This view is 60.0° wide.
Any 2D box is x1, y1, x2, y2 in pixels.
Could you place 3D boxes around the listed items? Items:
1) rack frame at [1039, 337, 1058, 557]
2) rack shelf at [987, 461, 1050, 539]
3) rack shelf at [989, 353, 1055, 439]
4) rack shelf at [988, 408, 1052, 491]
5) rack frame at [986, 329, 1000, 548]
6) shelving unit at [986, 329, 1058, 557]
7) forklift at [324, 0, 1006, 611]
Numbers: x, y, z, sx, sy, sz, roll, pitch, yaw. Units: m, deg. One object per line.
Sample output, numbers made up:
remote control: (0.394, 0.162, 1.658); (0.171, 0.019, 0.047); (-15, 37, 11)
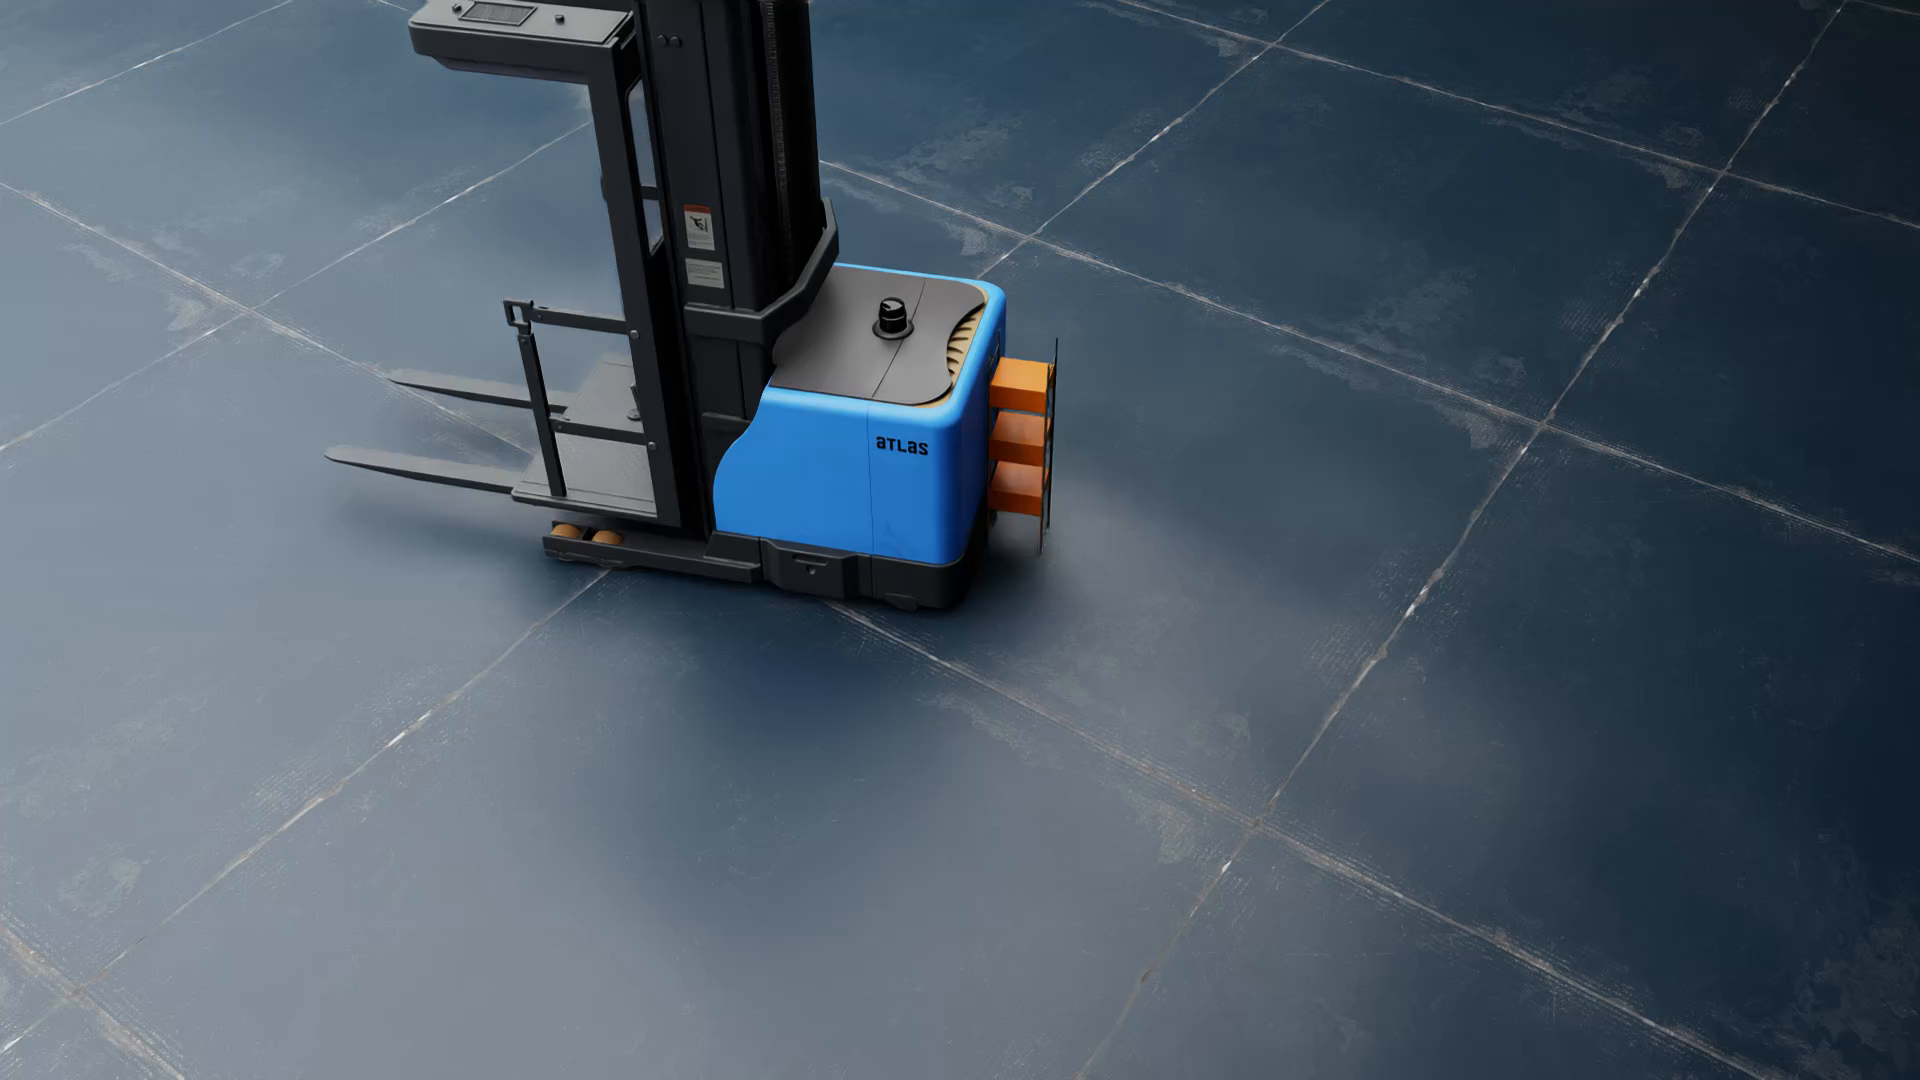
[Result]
rack frame: (0.379, -0.382, 7.138); (0.008, 1.050, 0.200); (9, 43, 10)
rack shelf: (0.260, -0.185, 7.350); (0.240, 0.259, 0.215); (9, 43, 10)
rack shelf: (0.260, -0.604, 6.976); (0.240, 0.259, 0.215); (9, 43, 10)
rack shelf: (0.260, -0.392, 7.165); (0.240, 0.259, 0.215); (9, 43, 10)
rack frame: (0.141, -0.418, 7.178); (0.008, 1.050, 0.200); (9, 43, 10)
shelving unit: (0.260, -0.400, 7.158); (0.252, 1.050, 0.215); (9, 43, 10)
forklift: (-1.361, -1.302, 6.756); (3.031, 2.935, 1.130); (9, 43, 10)
